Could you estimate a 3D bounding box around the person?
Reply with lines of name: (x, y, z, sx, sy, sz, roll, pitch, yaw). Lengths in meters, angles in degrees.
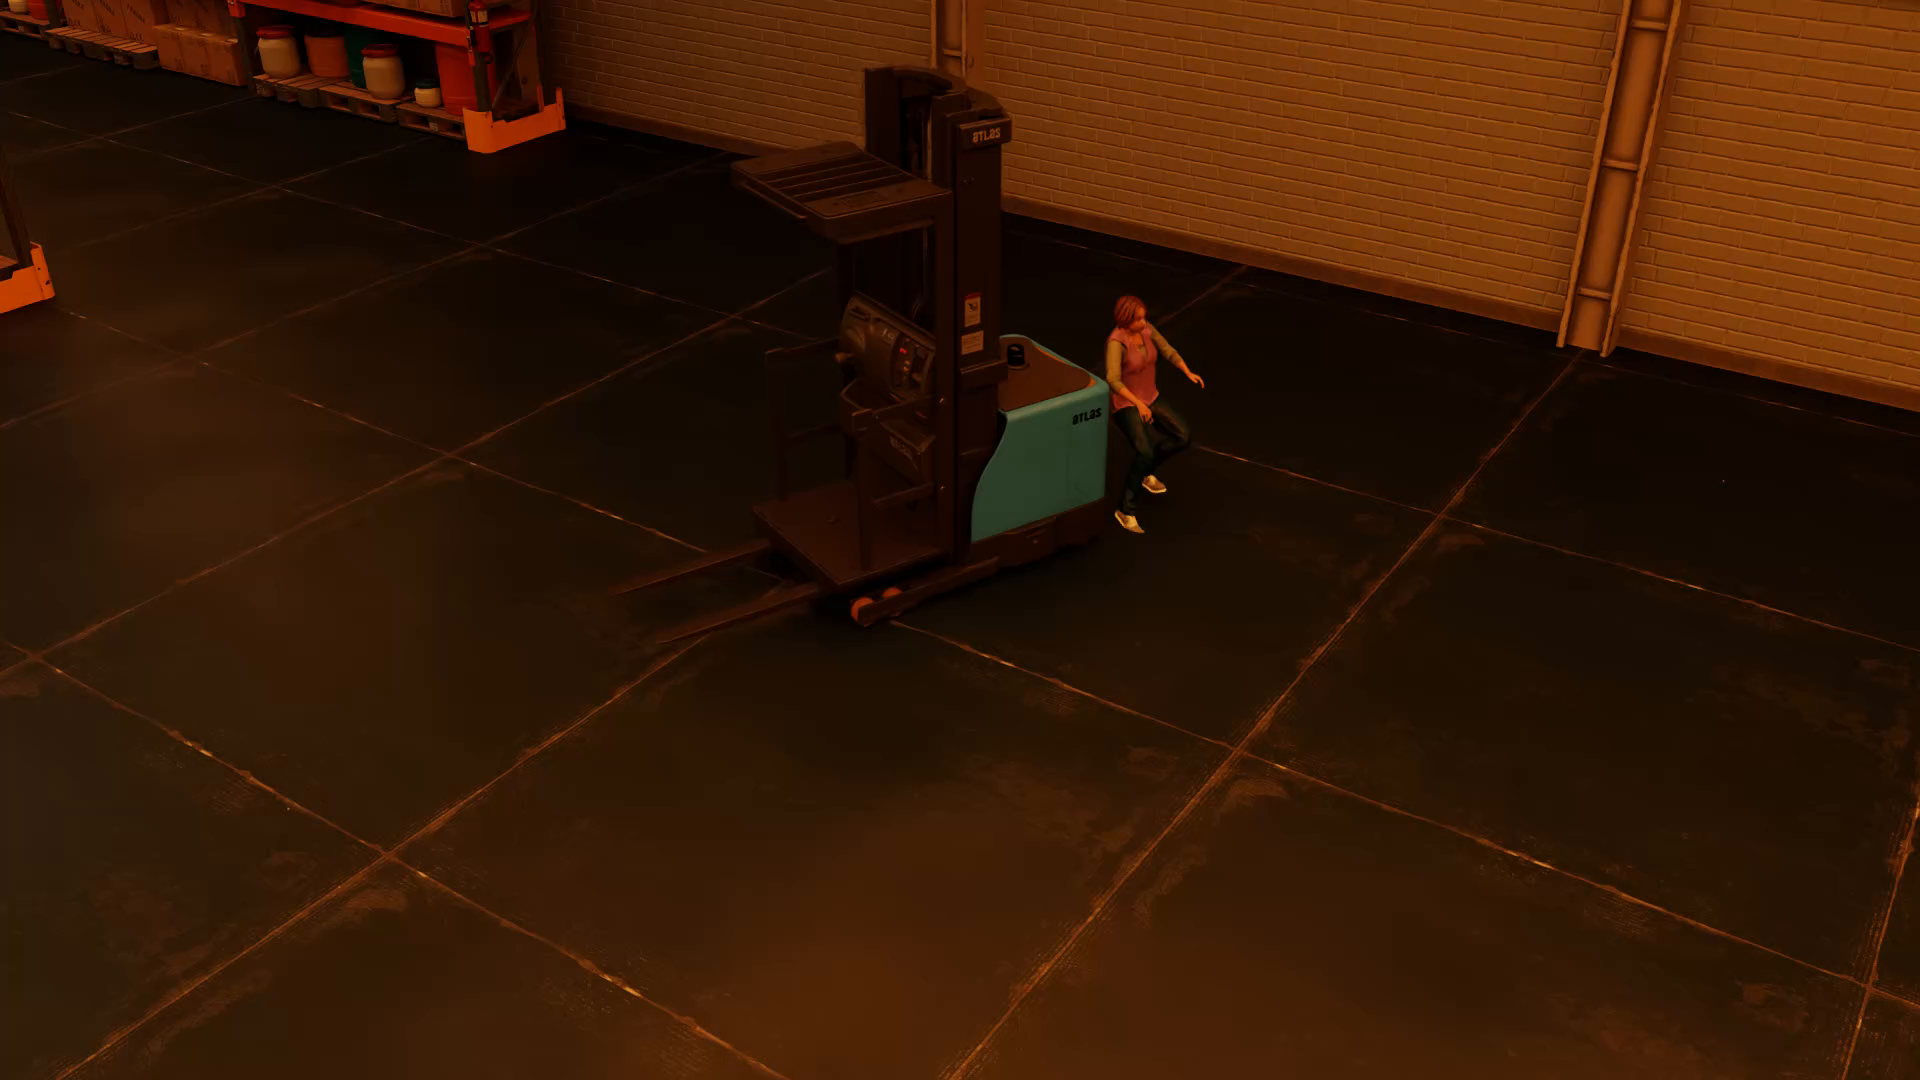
person: (1.179, -0.836, 10.577, 0.582, 1.464, 0.695, 25, 38, 36)

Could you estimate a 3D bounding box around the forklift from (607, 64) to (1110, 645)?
forklift: (-0.590, -1.069, 9.422, 3.031, 2.935, 1.130, -19, 35, -29)
